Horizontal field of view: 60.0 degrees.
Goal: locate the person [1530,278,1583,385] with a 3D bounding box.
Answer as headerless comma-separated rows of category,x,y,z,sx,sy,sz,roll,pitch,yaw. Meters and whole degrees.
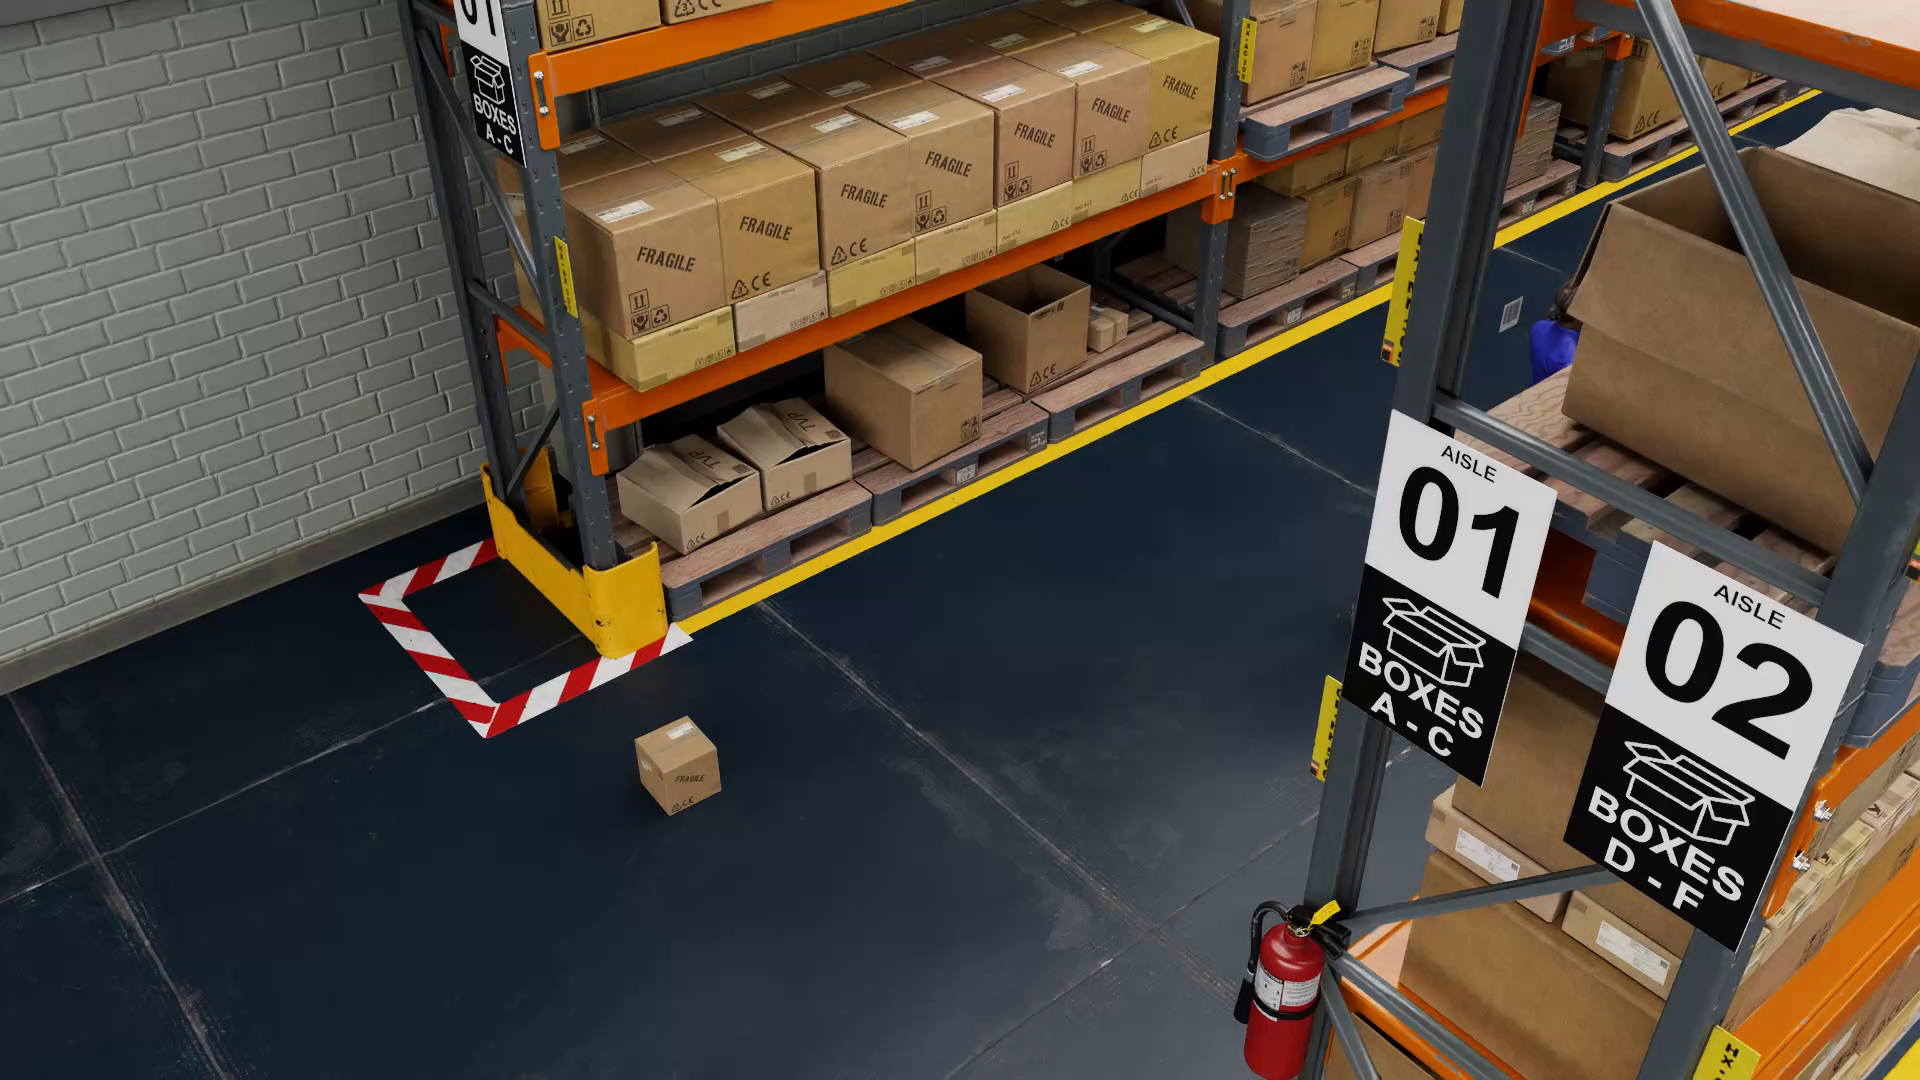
person,2.751,-0.442,7.716,0.590,1.722,0.460,-10,37,-13
